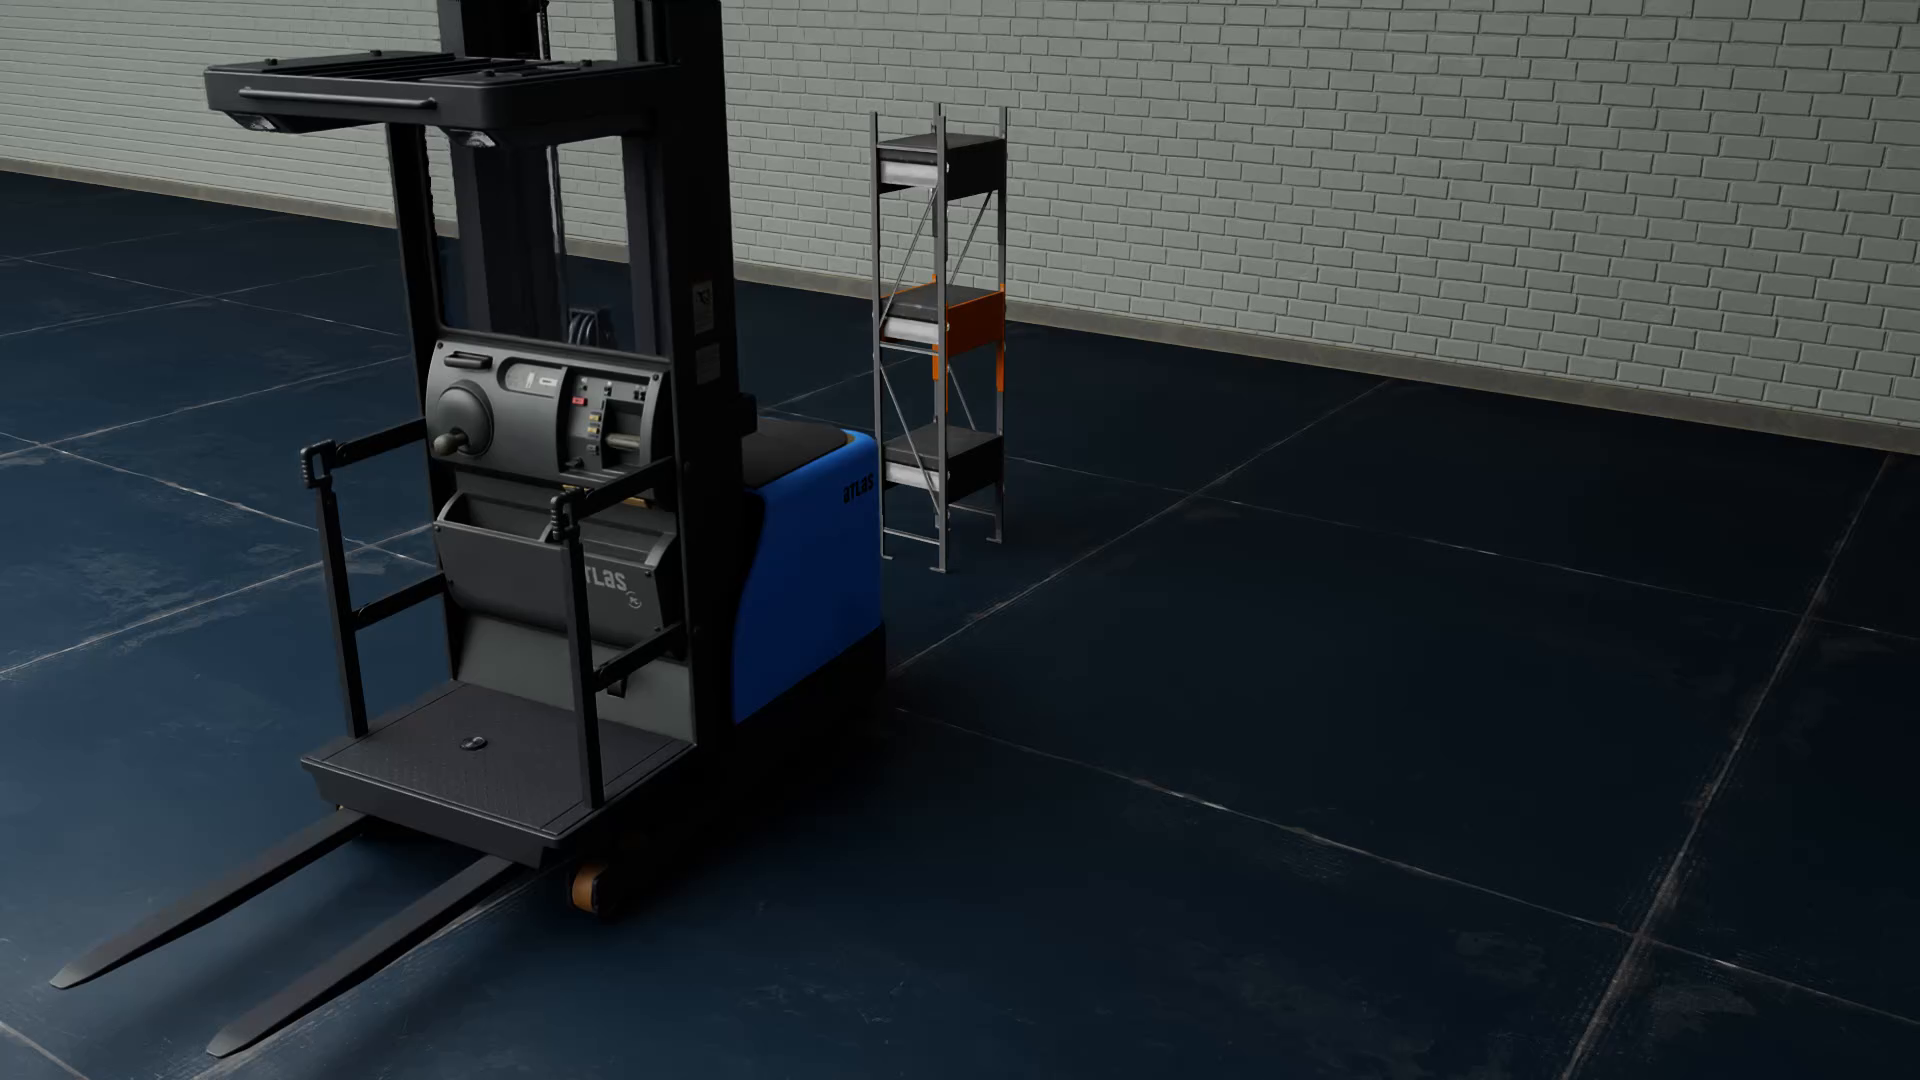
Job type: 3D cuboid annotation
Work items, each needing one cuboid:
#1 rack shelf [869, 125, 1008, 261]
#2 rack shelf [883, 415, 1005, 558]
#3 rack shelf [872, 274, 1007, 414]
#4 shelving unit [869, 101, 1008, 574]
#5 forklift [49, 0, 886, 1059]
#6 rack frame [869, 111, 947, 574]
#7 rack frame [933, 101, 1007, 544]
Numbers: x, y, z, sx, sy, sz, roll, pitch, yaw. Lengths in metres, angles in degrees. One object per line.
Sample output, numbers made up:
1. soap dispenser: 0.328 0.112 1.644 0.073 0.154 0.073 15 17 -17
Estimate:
1. rack shelf: -0.093 -1.581 7.534 0.431 0.518 0.480 13 24 32
2. rack shelf: -0.093 -0.268 8.020 0.431 0.518 0.480 13 24 32
3. rack shelf: -0.093 -0.925 7.777 0.431 0.518 0.480 13 24 32
4. shelving unit: -0.093 -0.937 7.772 0.431 2.100 0.503 13 24 32
5. forklift: -1.426 -0.395 5.108 1.130 2.935 3.031 10 23 26
6. rack frame: -0.230 -0.867 7.583 0.400 2.100 0.015 13 24 32
7. rack frame: 0.044 -1.007 7.962 0.400 2.100 0.015 13 24 32
